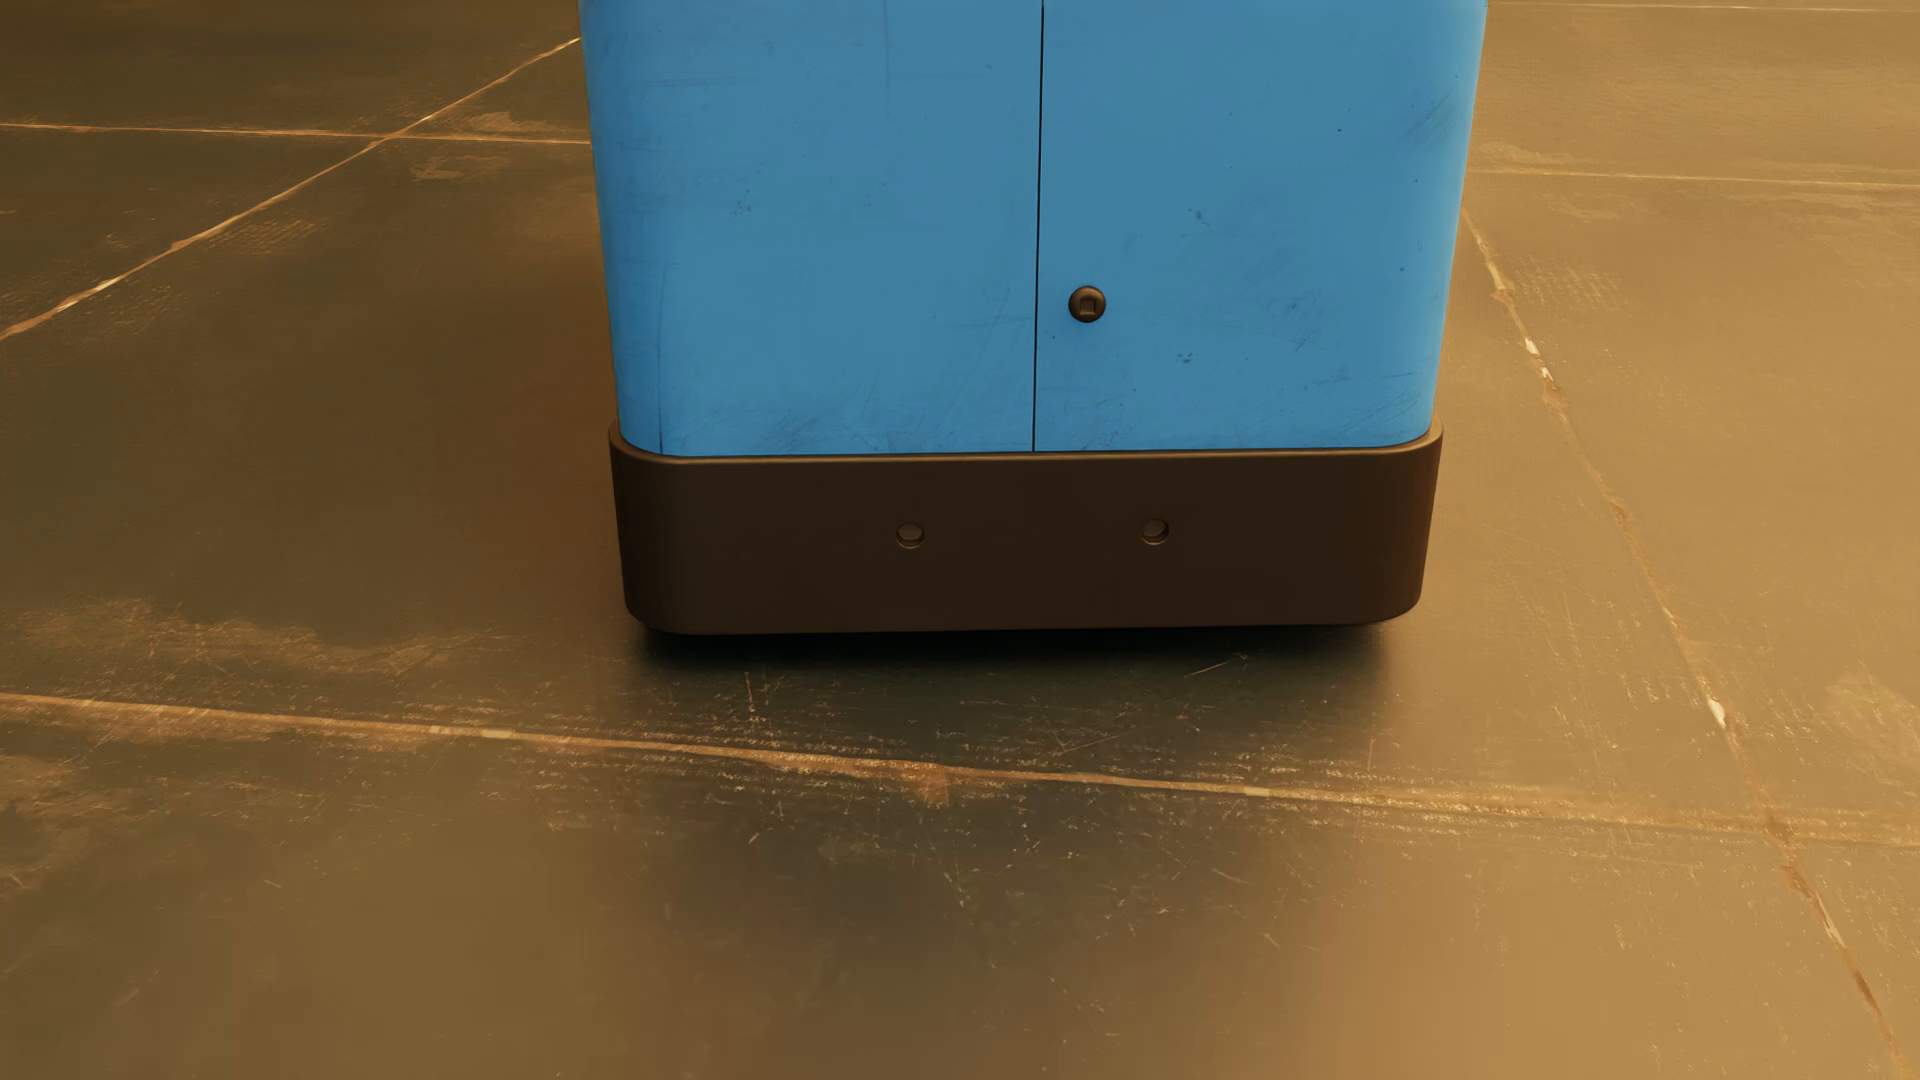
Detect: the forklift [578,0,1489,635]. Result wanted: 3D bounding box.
[{"bbox_3d":[0.038,-1.808,2.841,1.130,2.935,3.031,-1,27,-2],"label":"forklift"}]
